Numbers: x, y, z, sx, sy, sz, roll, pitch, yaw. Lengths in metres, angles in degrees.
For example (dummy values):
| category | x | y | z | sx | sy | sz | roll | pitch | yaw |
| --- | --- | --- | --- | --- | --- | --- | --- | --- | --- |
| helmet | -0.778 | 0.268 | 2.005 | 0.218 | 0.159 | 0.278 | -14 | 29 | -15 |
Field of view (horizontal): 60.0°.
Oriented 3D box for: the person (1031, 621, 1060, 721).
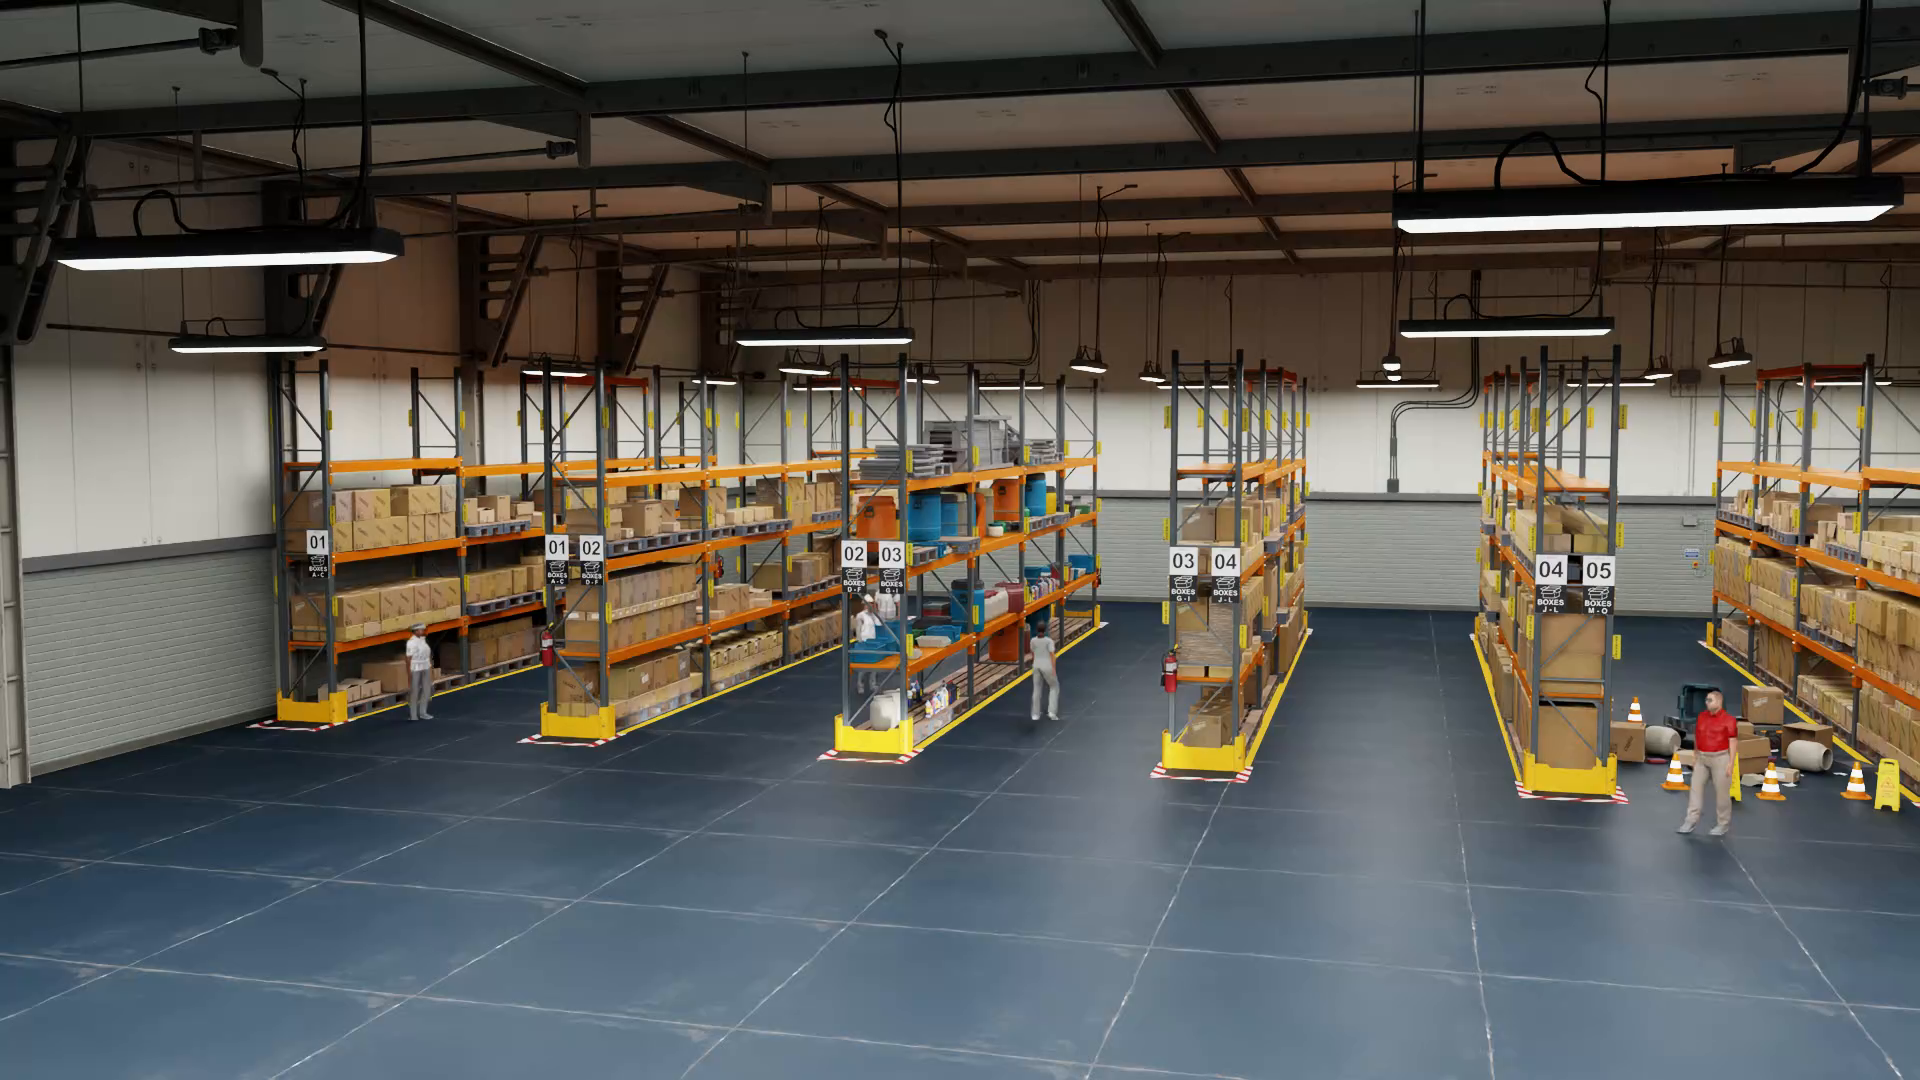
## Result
| category | x | y | z | sx | sy | sz | roll | pitch | yaw |
| --- | --- | --- | --- | --- | --- | --- | --- | --- | --- |
| person | 1.404 | 2.187 | 27.645 | 0.484 | 1.721 | 0.563 | 4 | 5 | 41 |

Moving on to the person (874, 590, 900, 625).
| category | x | y | z | sx | sy | sz | roll | pitch | yaw |
| --- | --- | --- | --- | --- | --- | --- | --- | --- | --- |
| person | -1.523 | 1.607 | 35.123 | 0.642 | 1.730 | 1.034 | 1 | 4 | 12 |

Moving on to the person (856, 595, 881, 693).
| category | x | y | z | sx | sy | sz | roll | pitch | yaw |
| --- | --- | --- | --- | --- | --- | --- | --- | --- | --- |
| person | -1.640 | 1.949 | 30.706 | 0.584 | 1.860 | 0.409 | -3 | 5 | -35 |

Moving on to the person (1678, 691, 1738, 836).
| category | x | y | z | sx | sy | sz | roll | pitch | yaw |
| --- | --- | --- | --- | --- | --- | --- | --- | --- | --- |
| person | 9.046 | 2.699 | 20.097 | 0.554 | 1.744 | 0.548 | -2 | 5 | -30 |

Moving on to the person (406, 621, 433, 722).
| category | x | y | z | sx | sy | sz | roll | pitch | yaw |
| --- | --- | --- | --- | --- | --- | --- | --- | --- | --- |
| person | -9.027 | 2.177 | 27.693 | 0.388 | 1.682 | 0.566 | 3 | 5 | 33 |
